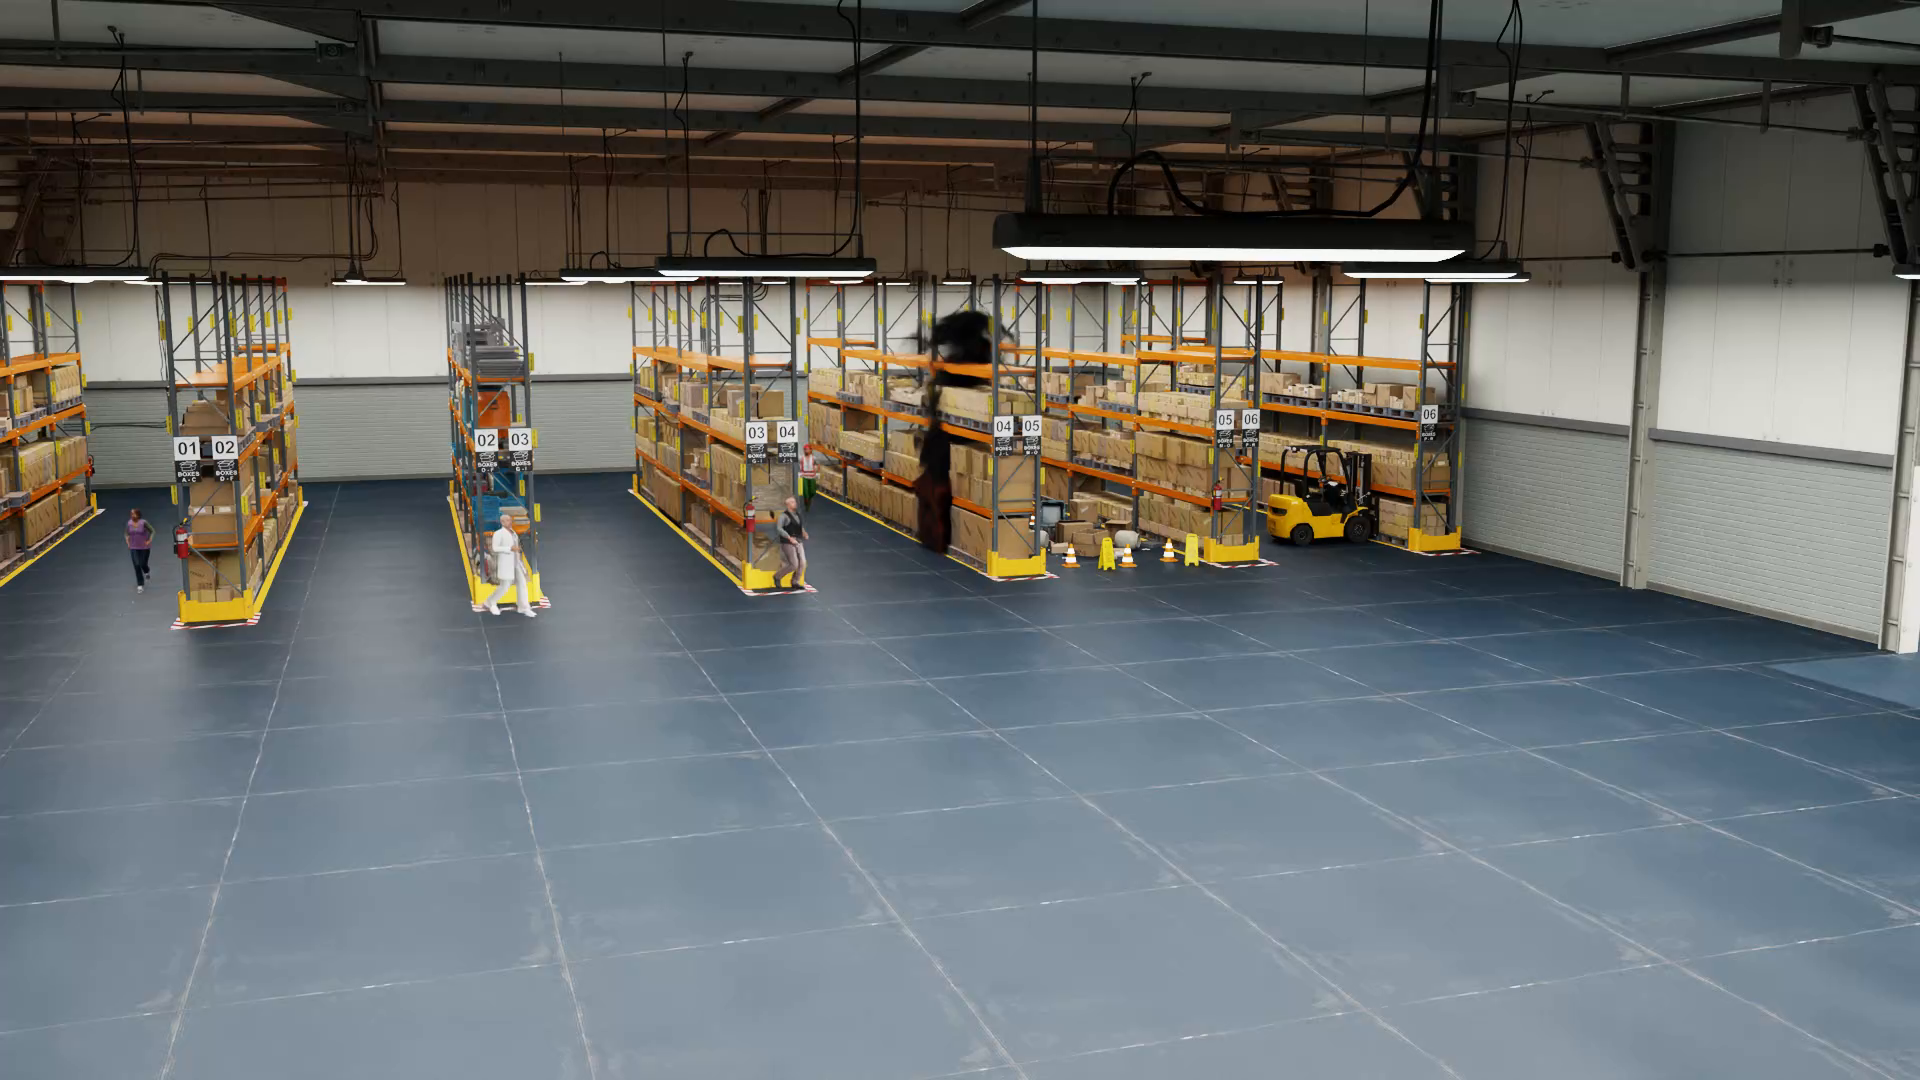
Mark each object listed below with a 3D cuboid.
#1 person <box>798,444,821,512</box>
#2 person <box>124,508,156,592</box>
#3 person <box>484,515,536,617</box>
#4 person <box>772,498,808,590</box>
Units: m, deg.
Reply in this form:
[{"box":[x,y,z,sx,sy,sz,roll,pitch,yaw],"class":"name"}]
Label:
[{"box":[-3.944,-1.611,42.955,0.702,1.742,0.637,-2,9,-14],"class":"person"},{"box":[-15.655,0.171,31.804,0.555,1.602,0.659,-2,9,-11],"class":"person"},{"box":[-7.916,0.452,29.120,0.943,1.803,0.715,3,9,20],"class":"person"},{"box":[-3.084,0.061,30.318,0.626,1.686,0.665,5,10,30],"class":"person"}]
